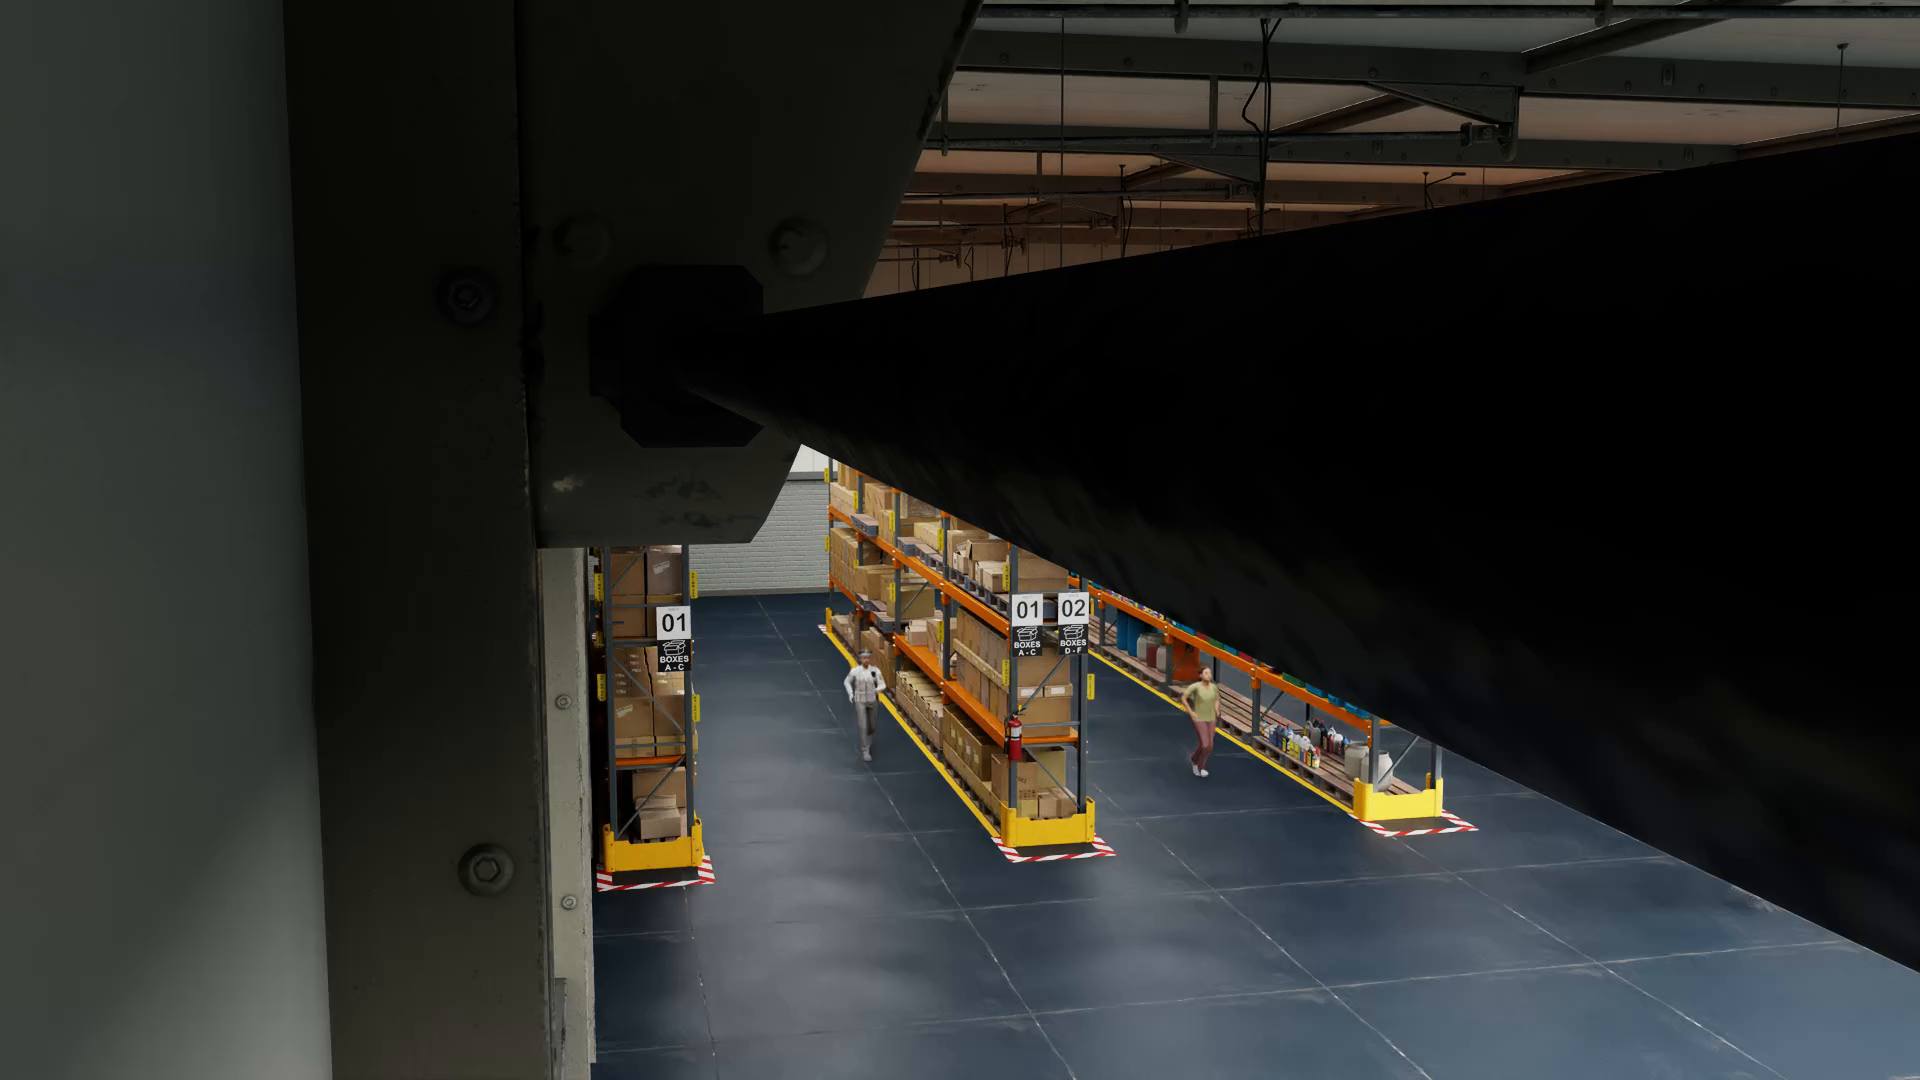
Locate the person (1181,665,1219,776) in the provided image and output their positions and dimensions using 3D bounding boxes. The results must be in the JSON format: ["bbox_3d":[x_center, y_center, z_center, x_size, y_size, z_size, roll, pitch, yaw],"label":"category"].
[{"bbox_3d":[3.561,2.643,24.232,0.561,1.643,0.494,-3,7,-23],"label":"person"}]

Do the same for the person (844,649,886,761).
[{"bbox_3d":[-1.444,2.476,25.439,0.624,1.669,0.856,-1,7,-12],"label":"person"}]
